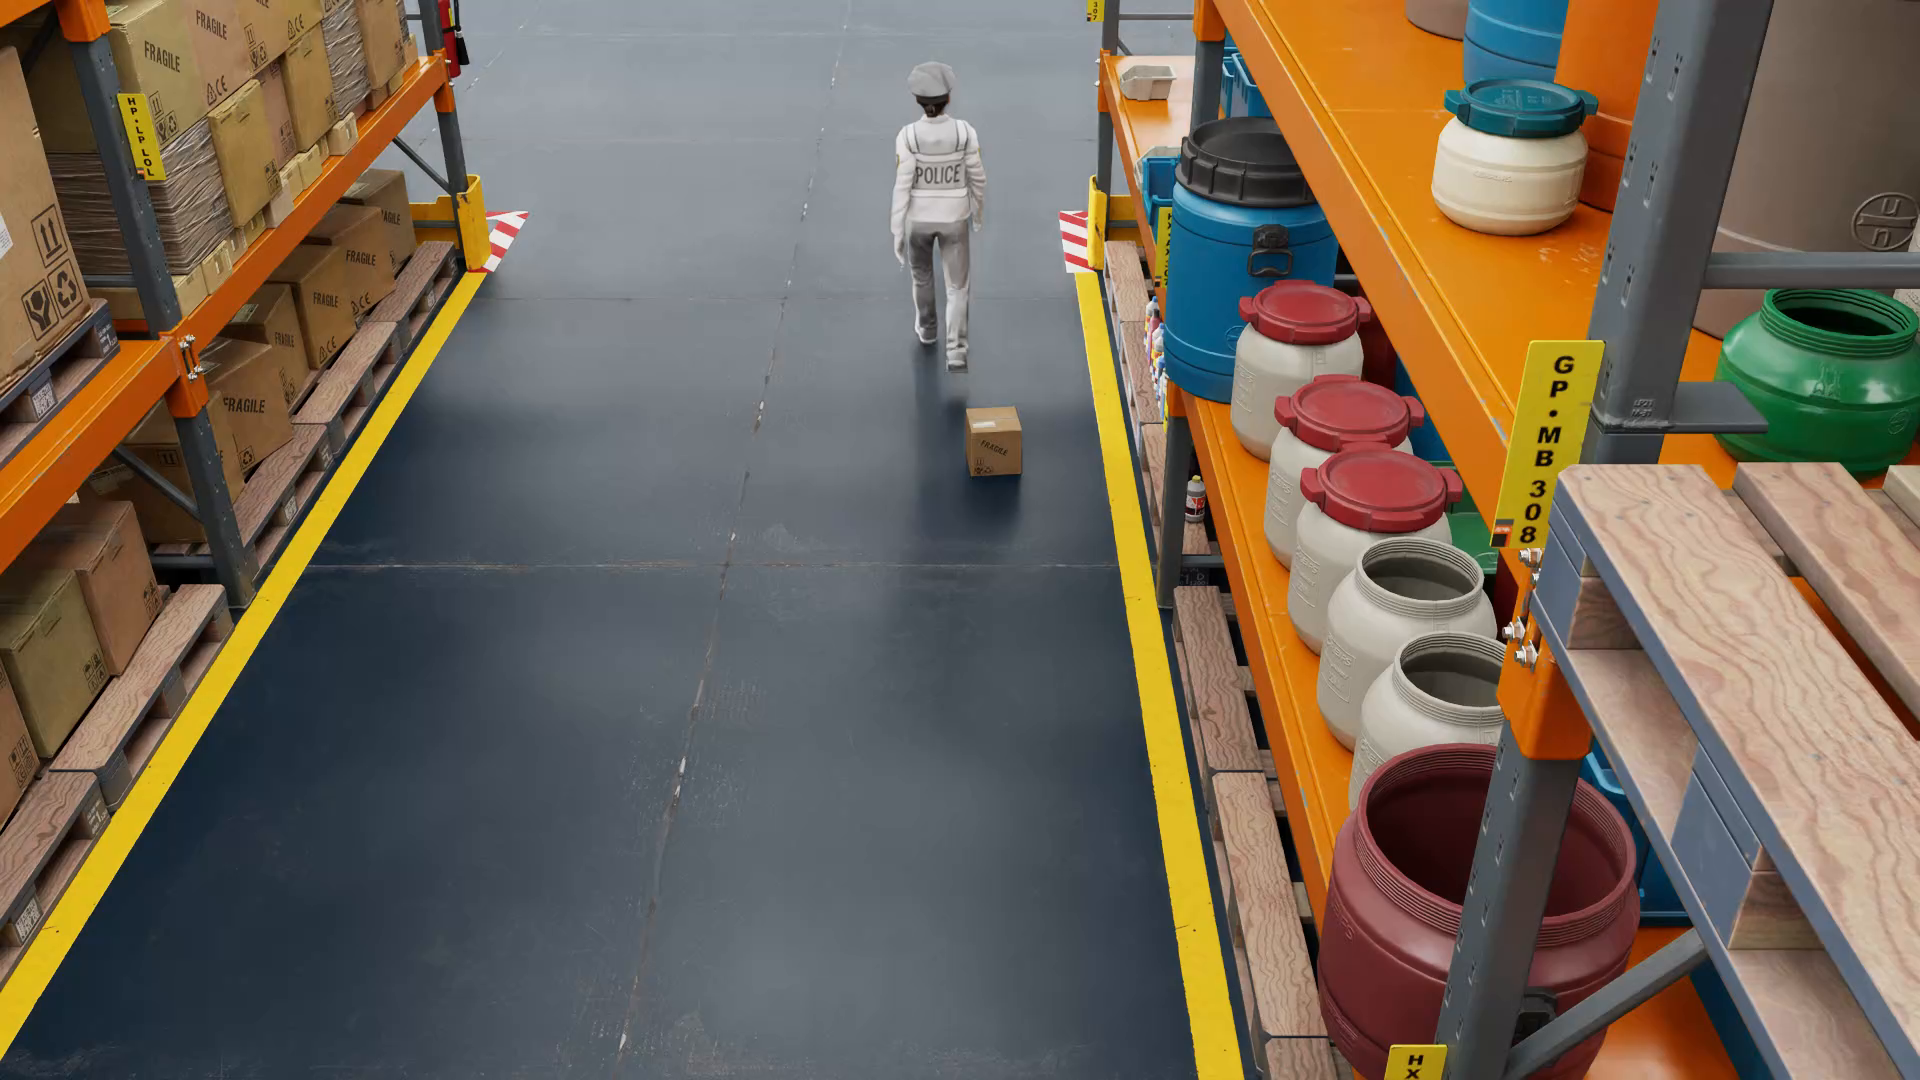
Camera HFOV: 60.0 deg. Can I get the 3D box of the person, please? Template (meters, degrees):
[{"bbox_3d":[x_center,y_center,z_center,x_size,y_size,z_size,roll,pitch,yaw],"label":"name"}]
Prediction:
[{"bbox_3d":[-0.113,-1.709,8.866,0.514,1.639,0.948,-2,32,-2],"label":"person"}]
